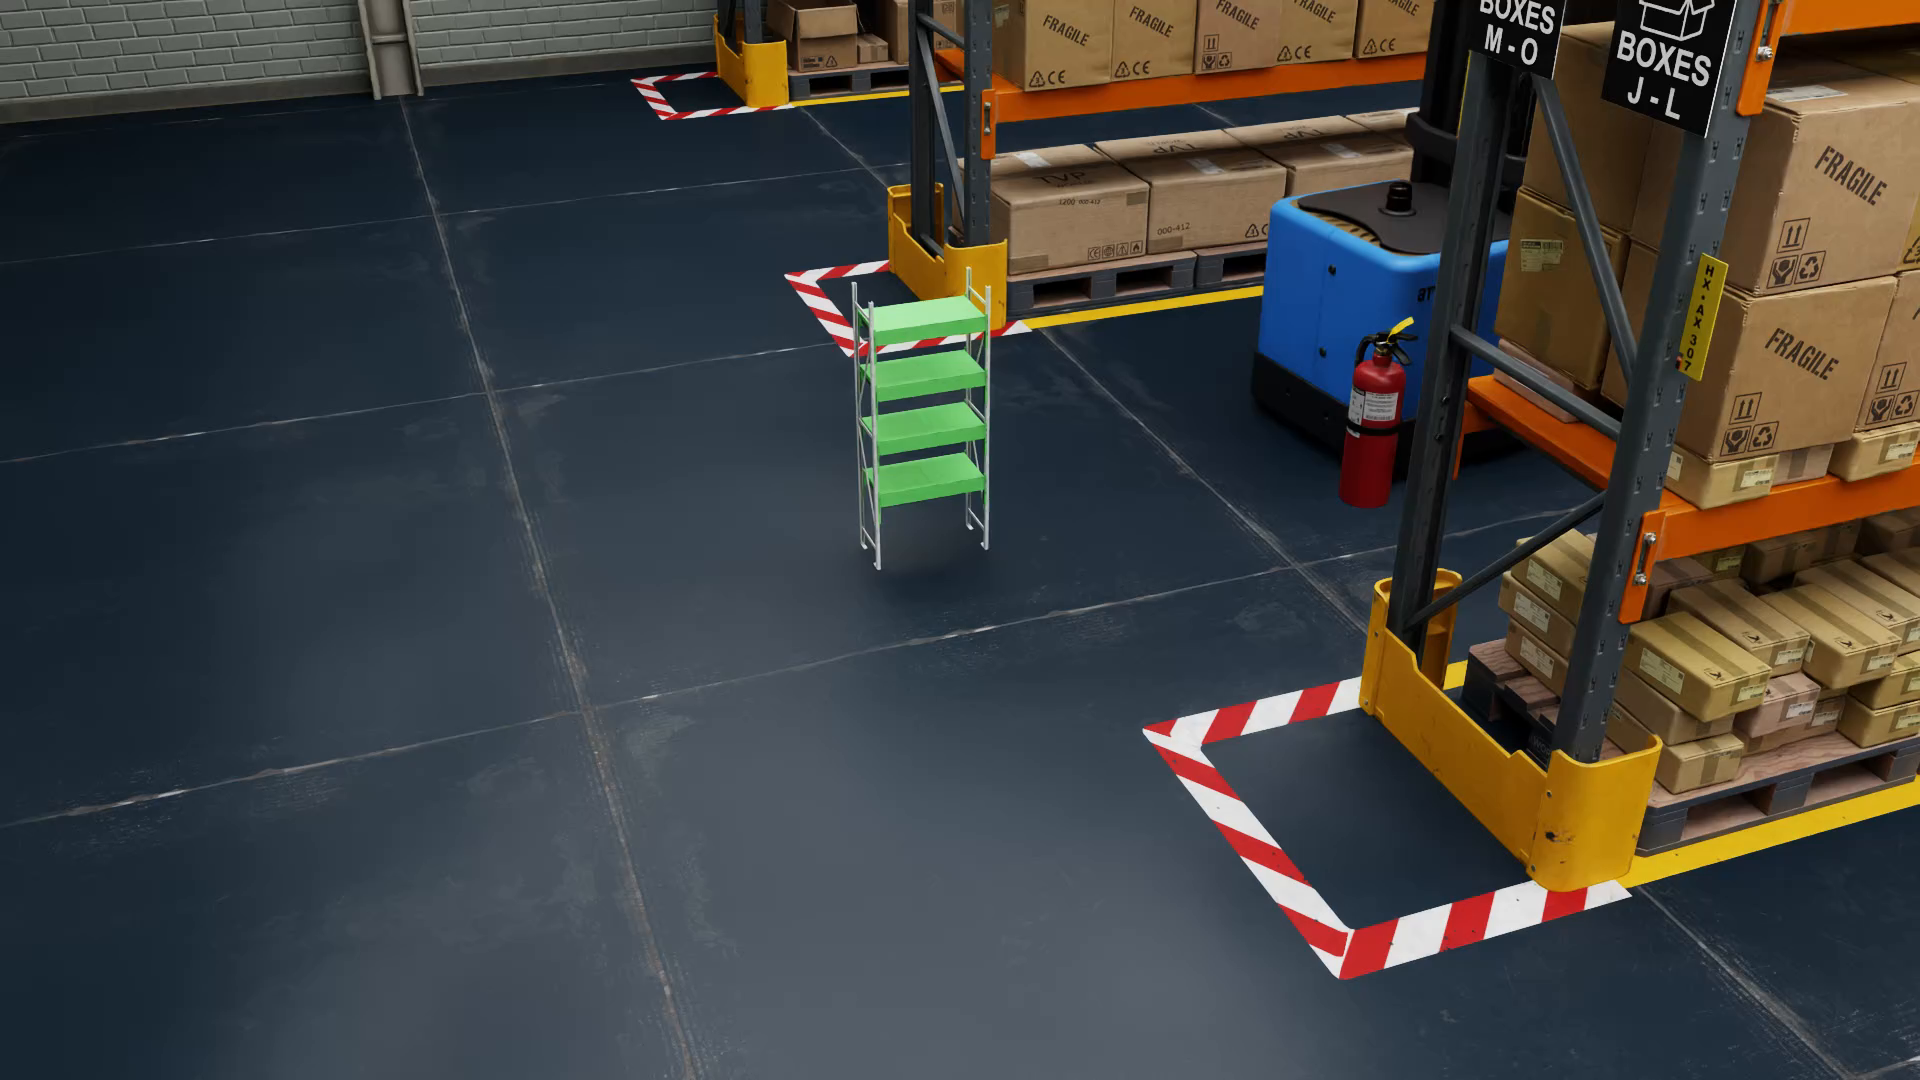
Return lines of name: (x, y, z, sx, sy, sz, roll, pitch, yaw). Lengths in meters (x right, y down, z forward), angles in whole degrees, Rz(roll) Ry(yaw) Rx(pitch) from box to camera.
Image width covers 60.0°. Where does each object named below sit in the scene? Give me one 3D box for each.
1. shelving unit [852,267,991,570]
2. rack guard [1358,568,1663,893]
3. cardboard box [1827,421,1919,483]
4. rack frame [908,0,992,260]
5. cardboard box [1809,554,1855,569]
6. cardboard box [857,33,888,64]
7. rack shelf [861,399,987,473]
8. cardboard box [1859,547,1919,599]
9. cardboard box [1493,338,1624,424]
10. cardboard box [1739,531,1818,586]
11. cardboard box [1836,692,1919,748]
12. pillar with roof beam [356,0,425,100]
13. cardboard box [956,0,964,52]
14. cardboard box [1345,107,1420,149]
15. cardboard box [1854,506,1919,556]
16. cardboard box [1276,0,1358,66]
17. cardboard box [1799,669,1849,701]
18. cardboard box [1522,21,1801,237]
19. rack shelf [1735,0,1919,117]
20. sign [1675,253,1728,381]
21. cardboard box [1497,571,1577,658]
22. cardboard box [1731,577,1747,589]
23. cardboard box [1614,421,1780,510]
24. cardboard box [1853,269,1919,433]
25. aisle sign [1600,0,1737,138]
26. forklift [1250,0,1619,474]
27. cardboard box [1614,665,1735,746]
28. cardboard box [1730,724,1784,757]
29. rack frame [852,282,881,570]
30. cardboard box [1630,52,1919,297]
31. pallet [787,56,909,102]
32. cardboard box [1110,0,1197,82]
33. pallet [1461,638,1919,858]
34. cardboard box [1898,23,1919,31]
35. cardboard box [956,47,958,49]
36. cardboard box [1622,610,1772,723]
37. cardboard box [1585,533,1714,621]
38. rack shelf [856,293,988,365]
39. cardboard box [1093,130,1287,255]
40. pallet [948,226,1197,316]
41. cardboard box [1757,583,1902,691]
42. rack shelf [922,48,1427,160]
shelving unit: (-0.155, -0.493, 6.903, 0.503, 1.200, 0.258, -10, 31, -18)
rack guard: (1.828, 0.612, 5.670, 0.348, 0.500, 1.175, -10, 31, -18)
cardboard box: (2.670, -0.340, 5.071, 0.250, 0.149, 0.380, -11, 32, -19)
rack frame: (-0.064, -2.740, 9.029, 0.127, 3.000, 1.000, -10, 31, -18)
cardboard box: (3.119, 0.057, 6.275, 0.250, 0.149, 0.380, -10, 31, -17)
cardboard box: (-0.780, -4.103, 13.877, 0.250, 0.149, 0.380, -12, 32, -20)
rack shelf: (-0.155, -0.437, 6.934, 0.480, 0.148, 0.258, -10, 31, -18)
cardboard box: (3.330, 0.192, 5.737, 0.250, 0.149, 0.380, -9, 31, -16)
cardboard box: (1.964, -0.539, 5.420, 0.250, 0.149, 0.380, -10, 31, -18)
cardboard box: (2.883, -0.008, 6.088, 0.250, 0.149, 0.380, -12, 32, -20)
cardboard box: (3.084, 0.531, 5.743, 0.250, 0.149, 0.380, -10, 31, -17)
pillar with roof beam: (-3.139, -5.604, 7.996, 0.400, 9.000, 9.100, -10, 31, -18)
cardboard box: (0.296, -2.989, 9.366, 0.500, 0.500, 0.500, -10, 31, -17)
cardboard box: (3.059, -2.441, 10.668, 0.875, 0.438, 0.875, -11, 31, -18)
cardboard box: (3.401, -0.074, 6.204, 0.250, 0.149, 0.380, -11, 32, -19)
cardboard box: (1.897, -3.007, 9.396, 0.500, 0.500, 0.500, -9, 31, -16)
cardboard box: (2.812, 0.391, 5.689, 0.250, 0.149, 0.380, -10, 31, -17)
cardboard box: (2.099, -1.262, 5.024, 0.500, 0.500, 0.500, -11, 31, -19)
rack shelf: (3.631, -1.797, 5.070, 4.000, 0.370, 1.077, -10, 31, -18)
sign: (1.946, -0.585, 4.372, 0.005, 0.325, 0.100, -10, 31, -18)
cardboard box: (2.152, 0.243, 5.949, 0.250, 0.149, 0.380, -11, 32, -19)
cardboard box: (2.638, 0.152, 6.108, 0.250, 0.149, 0.380, -12, 32, -20)
cardboard box: (2.175, -0.255, 4.922, 0.250, 0.149, 0.380, -11, 31, -18)
cardboard box: (2.767, -0.687, 5.024, 0.500, 0.500, 0.500, -10, 31, -18)
aisle sign: (1.793, -1.438, 4.119, 0.004, 0.787, 0.394, -10, 31, -18)
forklift: (3.023, -2.076, 7.934, 3.031, 2.935, 1.130, -14, 32, -23)
cardboard box: (2.337, 0.495, 5.506, 0.250, 0.149, 0.380, -9, 31, -16)
cardboard box: (2.576, 0.570, 5.674, 0.250, 0.149, 0.380, -11, 31, -18)
rack frame: (-0.384, -0.451, 6.829, 0.015, 1.200, 0.240, -10, 31, -18)
cardboard box: (2.270, -1.022, 4.602, 0.500, 0.500, 0.500, -11, 31, -18)
pallet: (-0.980, -3.982, 14.026, 1.213, 0.211, 1.003, -10, 31, -18)
cardboard box: (0.950, -2.833, 9.092, 0.500, 0.500, 0.500, -11, 31, -18)
pallet: (2.602, 0.614, 5.959, 1.213, 0.211, 1.003, -10, 31, -18)
cardboard box: (3.058, -1.444, 5.342, 0.500, 0.500, 0.500, -9, 31, -15)
cardboard box: (0.153, -4.374, 13.999, 0.500, 0.500, 0.500, -10, 31, -17)
cardboard box: (2.366, 0.404, 5.365, 0.250, 0.149, 0.380, -12, 32, -20)
cardboard box: (2.420, 0.111, 5.879, 0.250, 0.149, 0.380, -10, 31, -17)
rack shelf: (-0.155, -0.854, 6.697, 0.480, 0.148, 0.258, -10, 31, -18)
cardboard box: (1.375, -2.131, 10.125, 0.875, 0.438, 0.875, -10, 31, -16)
pallet: (0.658, -1.702, 10.025, 1.213, 0.211, 1.003, -10, 31, -18)
cardboard box: (2.864, 0.317, 5.518, 0.250, 0.149, 0.380, -11, 31, -18)
rack shelf: (1.810, -2.772, 9.813, 4.000, 0.370, 1.077, -10, 31, -18)
